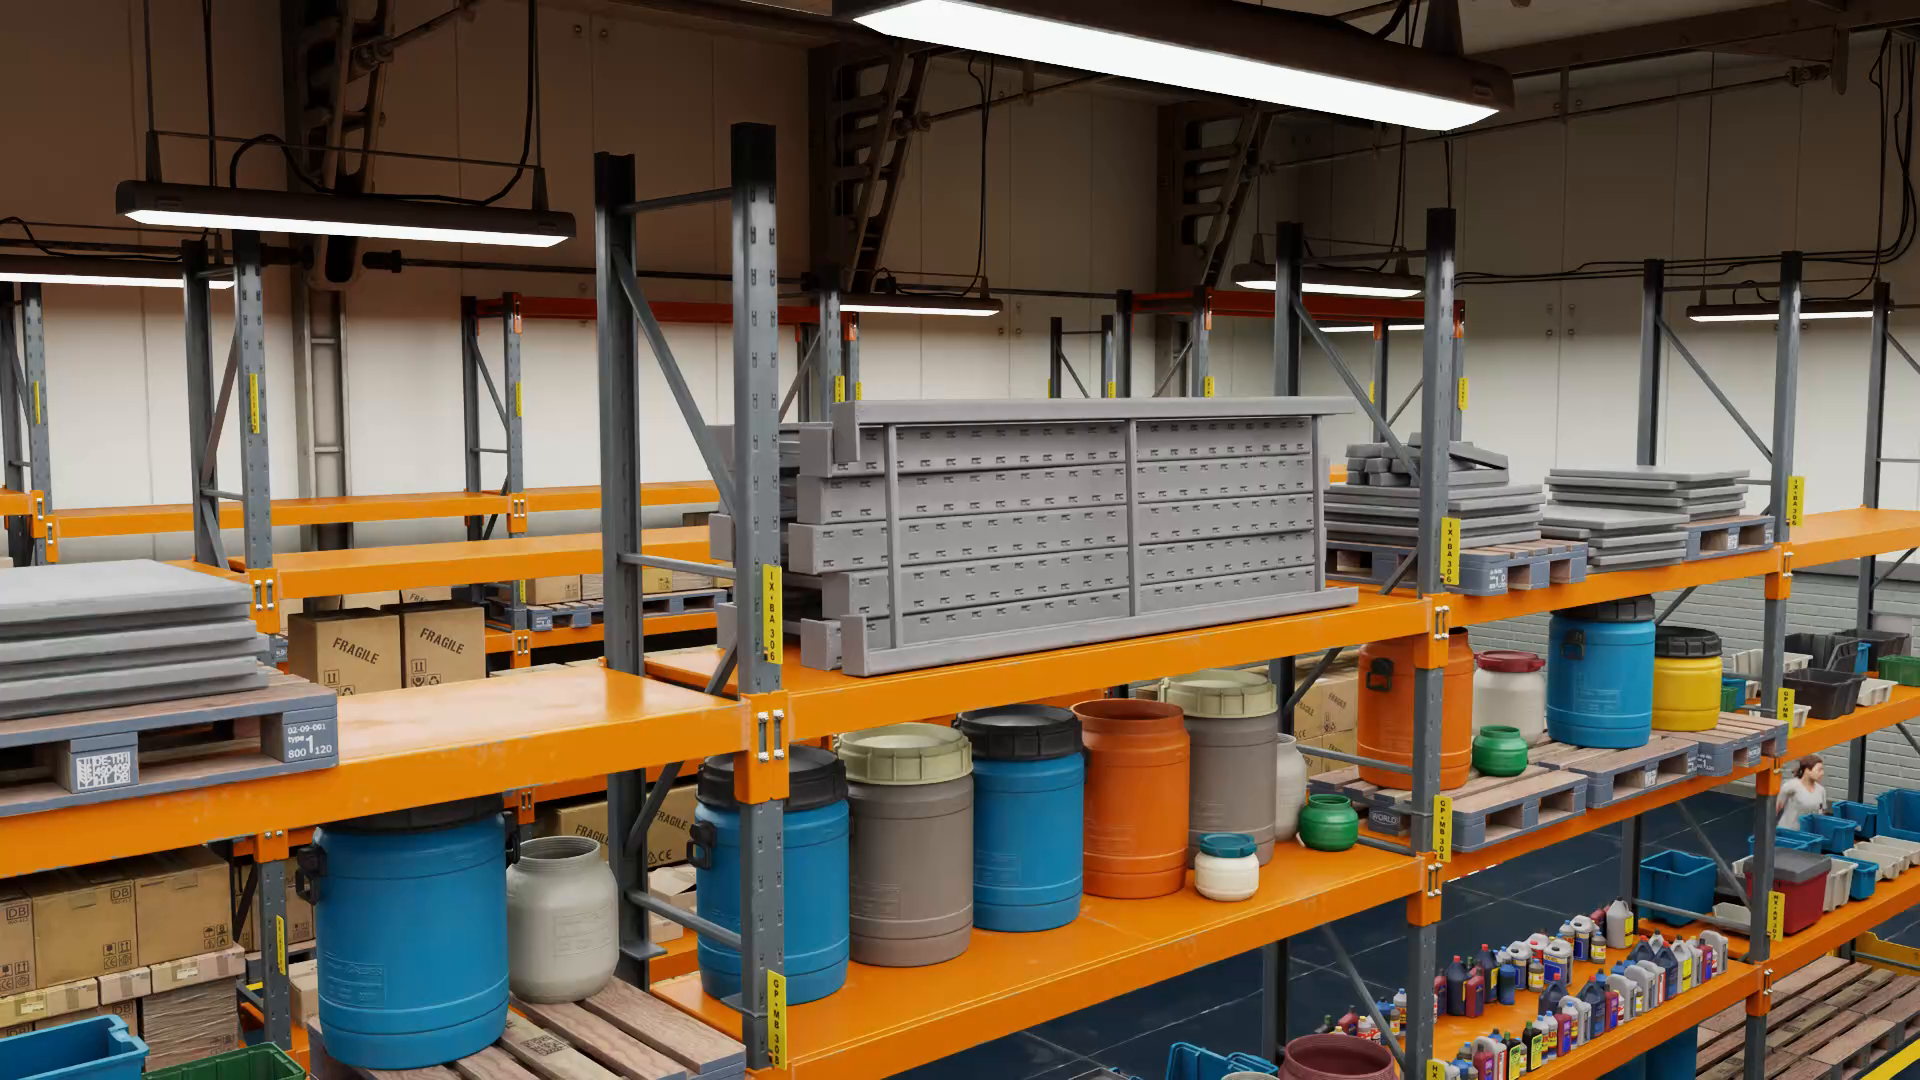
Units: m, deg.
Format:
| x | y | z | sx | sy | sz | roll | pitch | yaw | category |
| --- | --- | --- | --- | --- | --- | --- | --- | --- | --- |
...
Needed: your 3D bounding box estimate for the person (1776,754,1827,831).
| x | y | z | sx | sy | sz | roll | pitch | yaw | category |
| --- | --- | --- | --- | --- | --- | --- | --- | --- | --- |
| 7.939 | 2.853 | 15.838 | 0.691 | 1.627 | 0.489 | -1 | 6 | -15 | person |
